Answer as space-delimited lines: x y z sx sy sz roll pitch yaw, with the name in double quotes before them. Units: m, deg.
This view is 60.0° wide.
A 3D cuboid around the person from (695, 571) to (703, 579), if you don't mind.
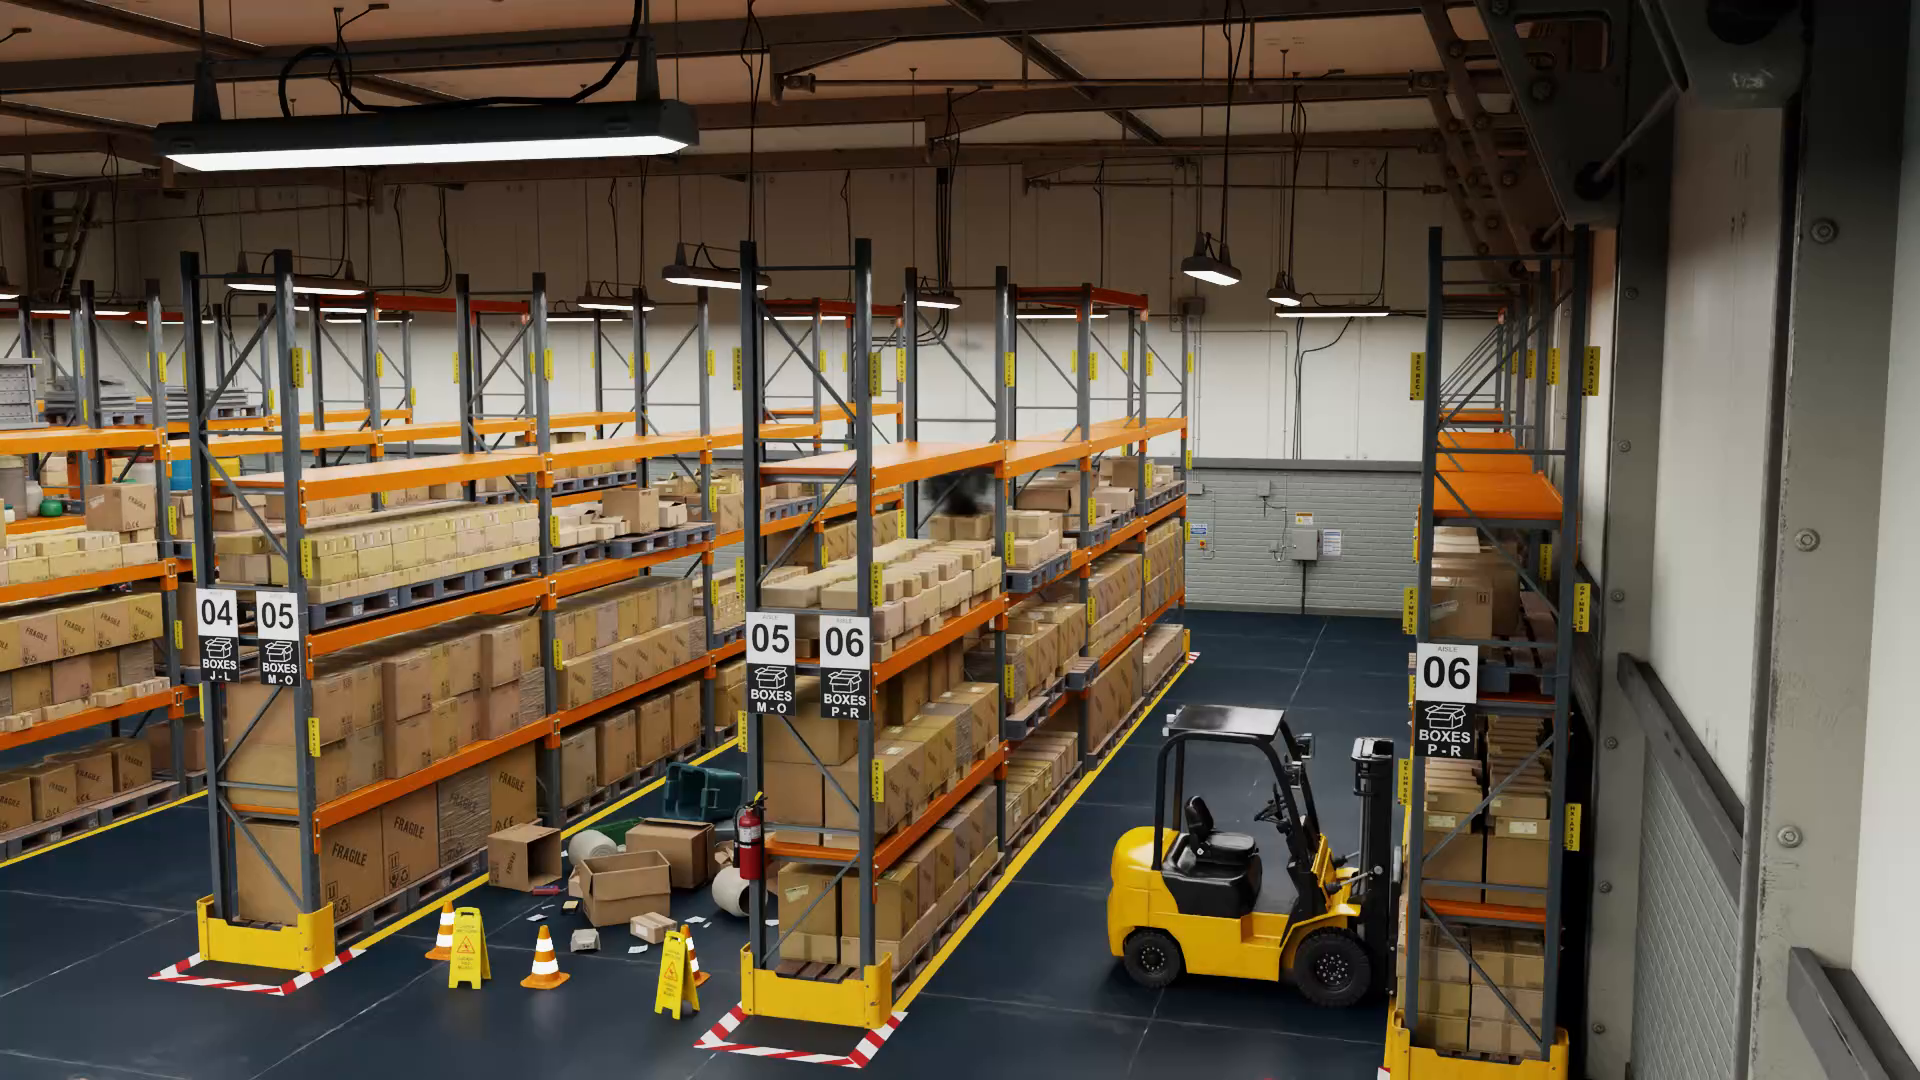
"person" -4.150 1.329 26.850 0.531 1.700 0.882 2 7 19
